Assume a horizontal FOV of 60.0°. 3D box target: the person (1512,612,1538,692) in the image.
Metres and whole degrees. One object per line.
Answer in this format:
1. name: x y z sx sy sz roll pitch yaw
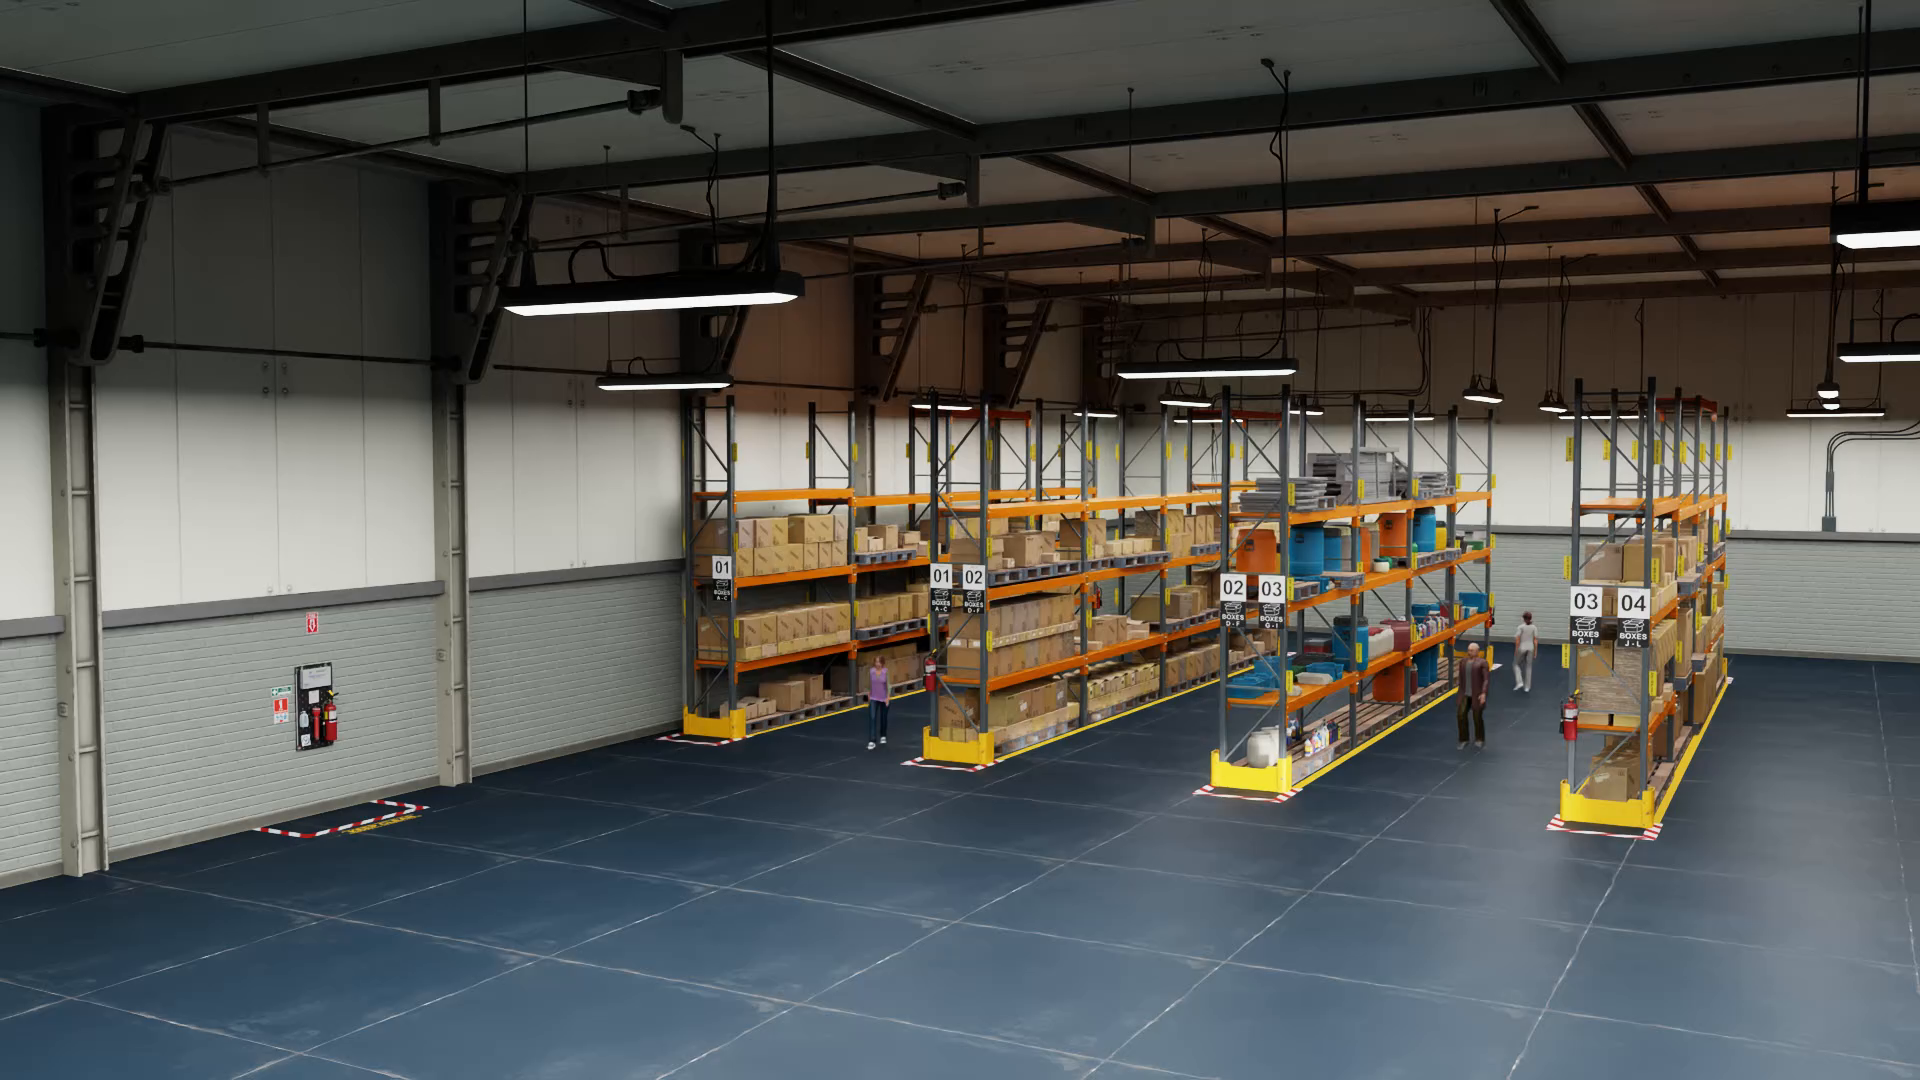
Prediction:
1. person: 11.842 2.347 34.817 0.484 1.697 0.388 0 3 0

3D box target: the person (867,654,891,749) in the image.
1. person: -1.375 2.719 28.213 0.430 1.556 0.863 0 3 1

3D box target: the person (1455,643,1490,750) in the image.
1. person: 8.668 2.657 28.102 0.609 1.848 0.643 -3 4 -43
